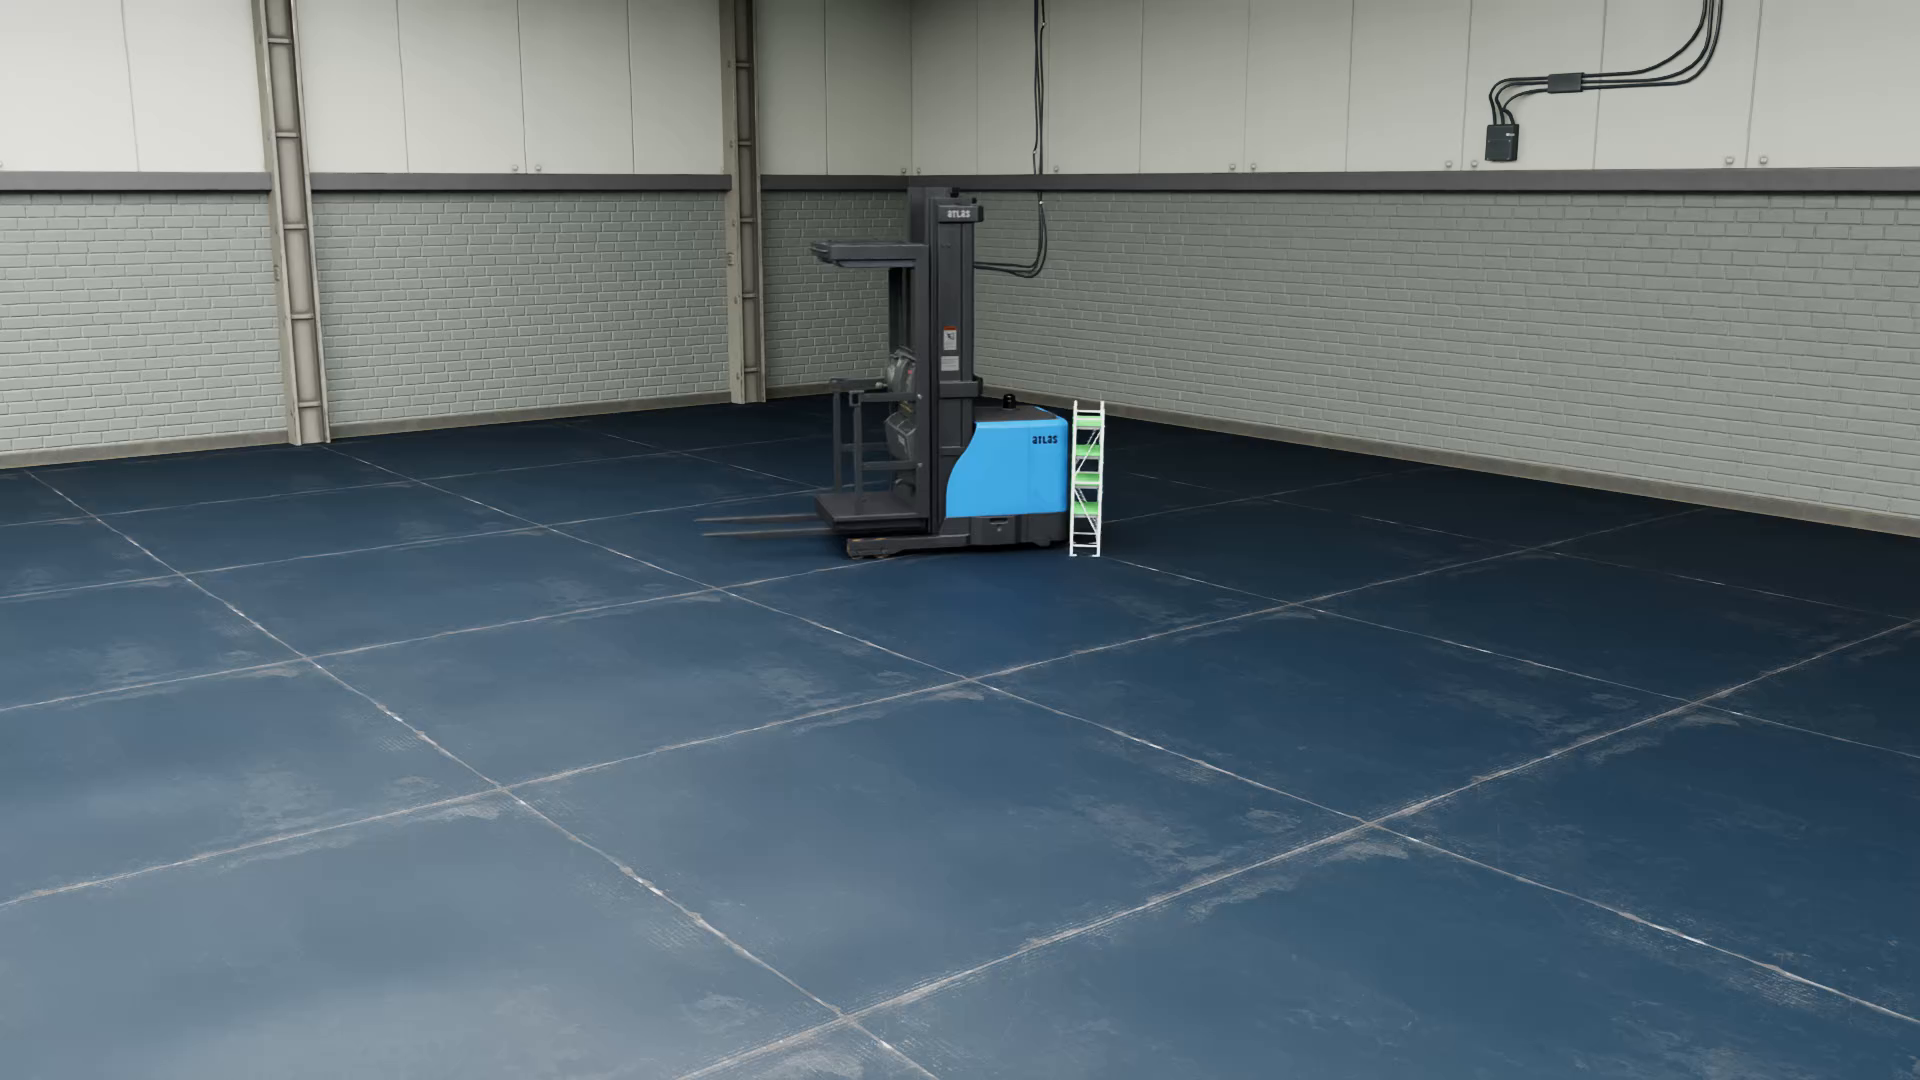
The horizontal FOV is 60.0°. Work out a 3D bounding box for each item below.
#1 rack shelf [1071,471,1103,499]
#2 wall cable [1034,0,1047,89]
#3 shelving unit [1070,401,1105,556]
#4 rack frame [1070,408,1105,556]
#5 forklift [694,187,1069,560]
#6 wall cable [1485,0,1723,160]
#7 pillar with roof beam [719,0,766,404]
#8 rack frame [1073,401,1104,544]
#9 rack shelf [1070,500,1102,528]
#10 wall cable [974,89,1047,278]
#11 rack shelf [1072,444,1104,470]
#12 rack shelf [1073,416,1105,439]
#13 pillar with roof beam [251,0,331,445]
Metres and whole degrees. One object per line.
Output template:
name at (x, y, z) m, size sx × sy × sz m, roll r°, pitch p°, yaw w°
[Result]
rack shelf at (1.040, -0.448, 13.646) m, size 0.258 × 0.148 × 0.480 m, roll 2°, pitch 12°, yaw 4°
wall cable at (1.861, -7.009, 20.790) m, size 0.112 × 2.526 × 3.097 m, roll -9°, pitch 15°, yaw -38°
shelving unit at (1.041, -0.510, 13.633) m, size 0.258 × 1.200 × 0.503 m, roll 2°, pitch 12°, yaw 4°
rack frame at (1.024, -0.460, 13.395) m, size 0.240 × 1.200 × 0.015 m, roll 2°, pitch 12°, yaw 4°
forklift at (-0.672, -1.394, 13.638) m, size 3.031 × 2.935 × 1.130 m, roll -3°, pitch 12°, yaw -13°
wall cable at (6.090, -6.618, 15.444) m, size 0.169 × 6.003 × 2.305 m, roll -9°, pitch 15°, yaw -38°
pillar with roof beam at (-0.266, -5.630, 18.980) m, size 0.400 × 9.000 × 9.100 m, roll -9°, pitch 15°, yaw -38°
rack frame at (1.059, -0.561, 13.871) m, size 0.240 × 1.200 × 0.015 m, roll 2°, pitch 12°, yaw 4°
rack shelf at (1.037, -0.213, 13.696) m, size 0.258 × 0.148 × 0.480 m, roll 2°, pitch 12°, yaw 4°
wall cable at (0.171, -4.978, 23.381) m, size 0.112 × 2.526 × 3.097 m, roll -9°, pitch 15°, yaw -38°
rack shelf at (1.044, -0.682, 13.596) m, size 0.258 × 0.148 × 0.480 m, roll 2°, pitch 12°, yaw 4°
rack shelf at (1.048, -0.917, 13.546) m, size 0.258 × 0.148 × 0.480 m, roll 2°, pitch 12°, yaw 4°
pillar with roof beam at (-4.951, -4.852, 15.313) m, size 0.400 × 9.000 × 9.100 m, roll -9°, pitch 15°, yaw -38°
